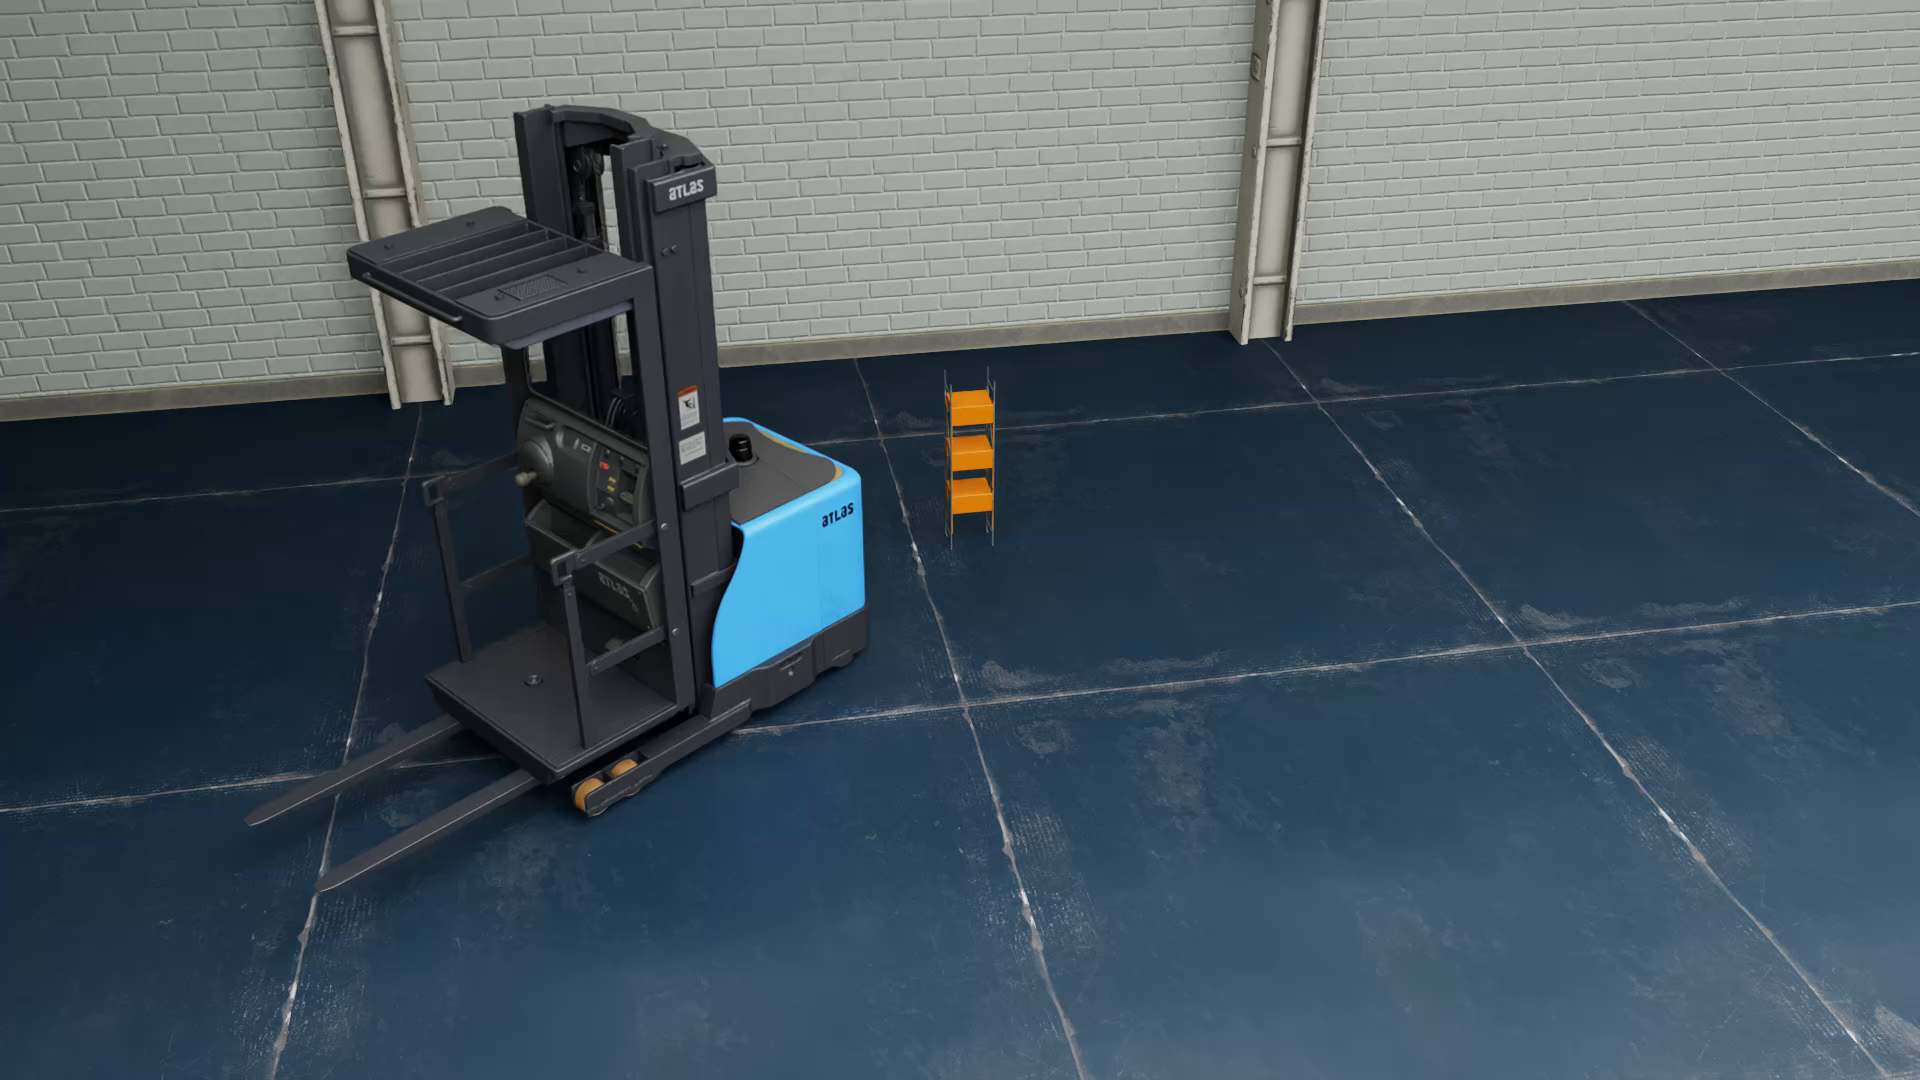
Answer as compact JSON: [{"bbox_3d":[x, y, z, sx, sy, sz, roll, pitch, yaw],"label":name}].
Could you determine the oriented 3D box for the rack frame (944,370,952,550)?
[{"bbox_3d":[-0.067,-0.446,9.473,0.008,1.050,0.200,-5,31,-9],"label":"rack frame"}]

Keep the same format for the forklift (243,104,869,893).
[{"bbox_3d":[-1.847,-0.296,7.362,1.130,2.935,3.031,25,39,36],"label":"forklift"}]

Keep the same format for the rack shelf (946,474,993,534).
[{"bbox_3d":[0.053,-0.209,9.638,0.240,0.259,0.215,-5,31,-9],"label":"rack shelf"}]

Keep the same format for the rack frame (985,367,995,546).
[{"bbox_3d":[0.173,-0.469,9.511,0.008,1.050,0.200,-5,31,-9],"label":"rack frame"}]

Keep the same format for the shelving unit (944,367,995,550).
[{"bbox_3d":[0.053,-0.457,9.492,0.252,1.050,0.215,-5,31,-9],"label":"shelving unit"}]

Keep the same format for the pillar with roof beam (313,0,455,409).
[{"bbox_3d":[-2.904,-2.713,5.486,0.400,9.000,9.100,-5,31,-9],"label":"pillar with roof beam"}]

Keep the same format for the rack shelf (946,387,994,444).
[{"bbox_3d":[0.053,-0.693,9.354,0.240,0.259,0.215,-5,31,-9],"label":"rack shelf"}]

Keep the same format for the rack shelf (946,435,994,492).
[{"bbox_3d":[0.053,-0.448,9.498,0.240,0.259,0.215,-5,31,-9],"label":"rack shelf"}]

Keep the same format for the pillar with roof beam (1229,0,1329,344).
[{"bbox_3d":[2.998,-3.261,6.418,0.400,9.000,9.100,-5,31,-9],"label":"pillar with roof beam"}]
